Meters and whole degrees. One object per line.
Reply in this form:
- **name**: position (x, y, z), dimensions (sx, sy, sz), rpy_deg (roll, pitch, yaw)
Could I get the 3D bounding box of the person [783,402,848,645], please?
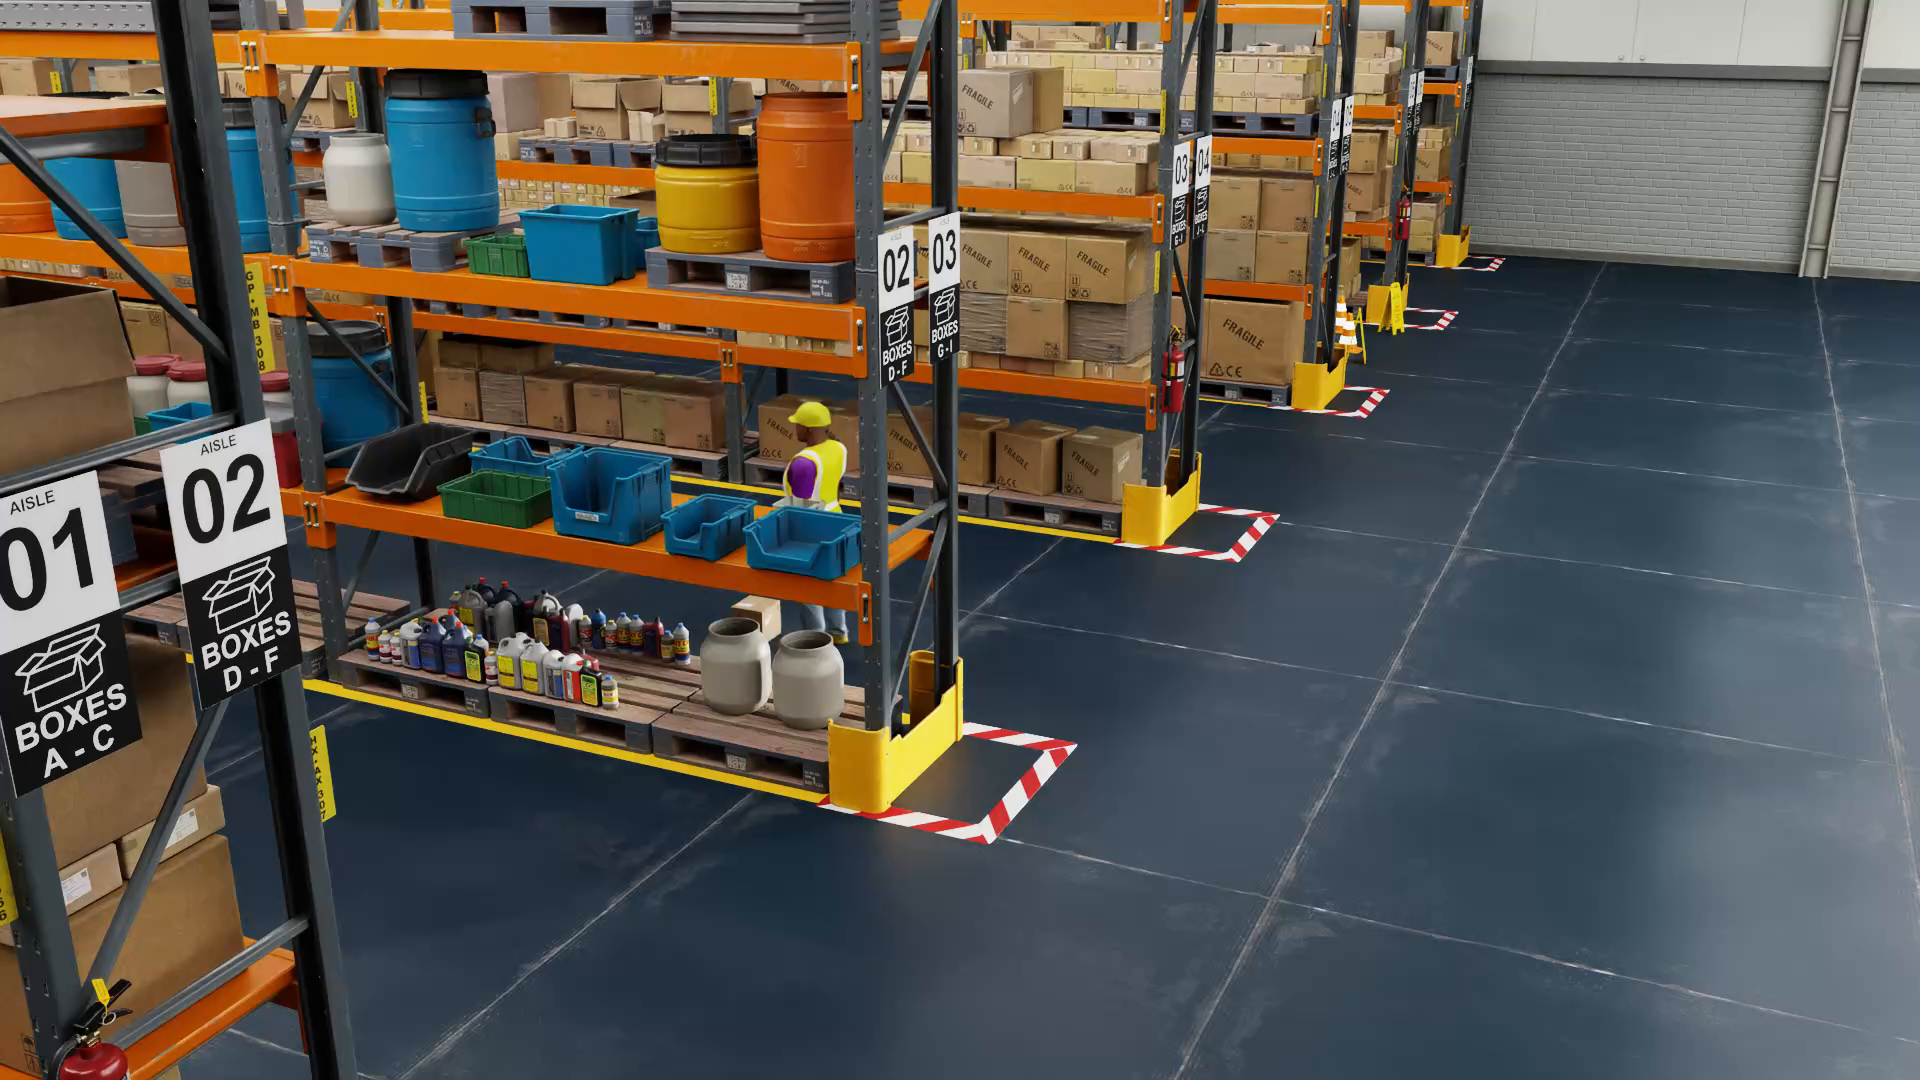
- **person**: position (-1.000, -0.063, 11.268), dimensions (0.373, 1.793, 0.563), rpy_deg (9, 21, 24)
